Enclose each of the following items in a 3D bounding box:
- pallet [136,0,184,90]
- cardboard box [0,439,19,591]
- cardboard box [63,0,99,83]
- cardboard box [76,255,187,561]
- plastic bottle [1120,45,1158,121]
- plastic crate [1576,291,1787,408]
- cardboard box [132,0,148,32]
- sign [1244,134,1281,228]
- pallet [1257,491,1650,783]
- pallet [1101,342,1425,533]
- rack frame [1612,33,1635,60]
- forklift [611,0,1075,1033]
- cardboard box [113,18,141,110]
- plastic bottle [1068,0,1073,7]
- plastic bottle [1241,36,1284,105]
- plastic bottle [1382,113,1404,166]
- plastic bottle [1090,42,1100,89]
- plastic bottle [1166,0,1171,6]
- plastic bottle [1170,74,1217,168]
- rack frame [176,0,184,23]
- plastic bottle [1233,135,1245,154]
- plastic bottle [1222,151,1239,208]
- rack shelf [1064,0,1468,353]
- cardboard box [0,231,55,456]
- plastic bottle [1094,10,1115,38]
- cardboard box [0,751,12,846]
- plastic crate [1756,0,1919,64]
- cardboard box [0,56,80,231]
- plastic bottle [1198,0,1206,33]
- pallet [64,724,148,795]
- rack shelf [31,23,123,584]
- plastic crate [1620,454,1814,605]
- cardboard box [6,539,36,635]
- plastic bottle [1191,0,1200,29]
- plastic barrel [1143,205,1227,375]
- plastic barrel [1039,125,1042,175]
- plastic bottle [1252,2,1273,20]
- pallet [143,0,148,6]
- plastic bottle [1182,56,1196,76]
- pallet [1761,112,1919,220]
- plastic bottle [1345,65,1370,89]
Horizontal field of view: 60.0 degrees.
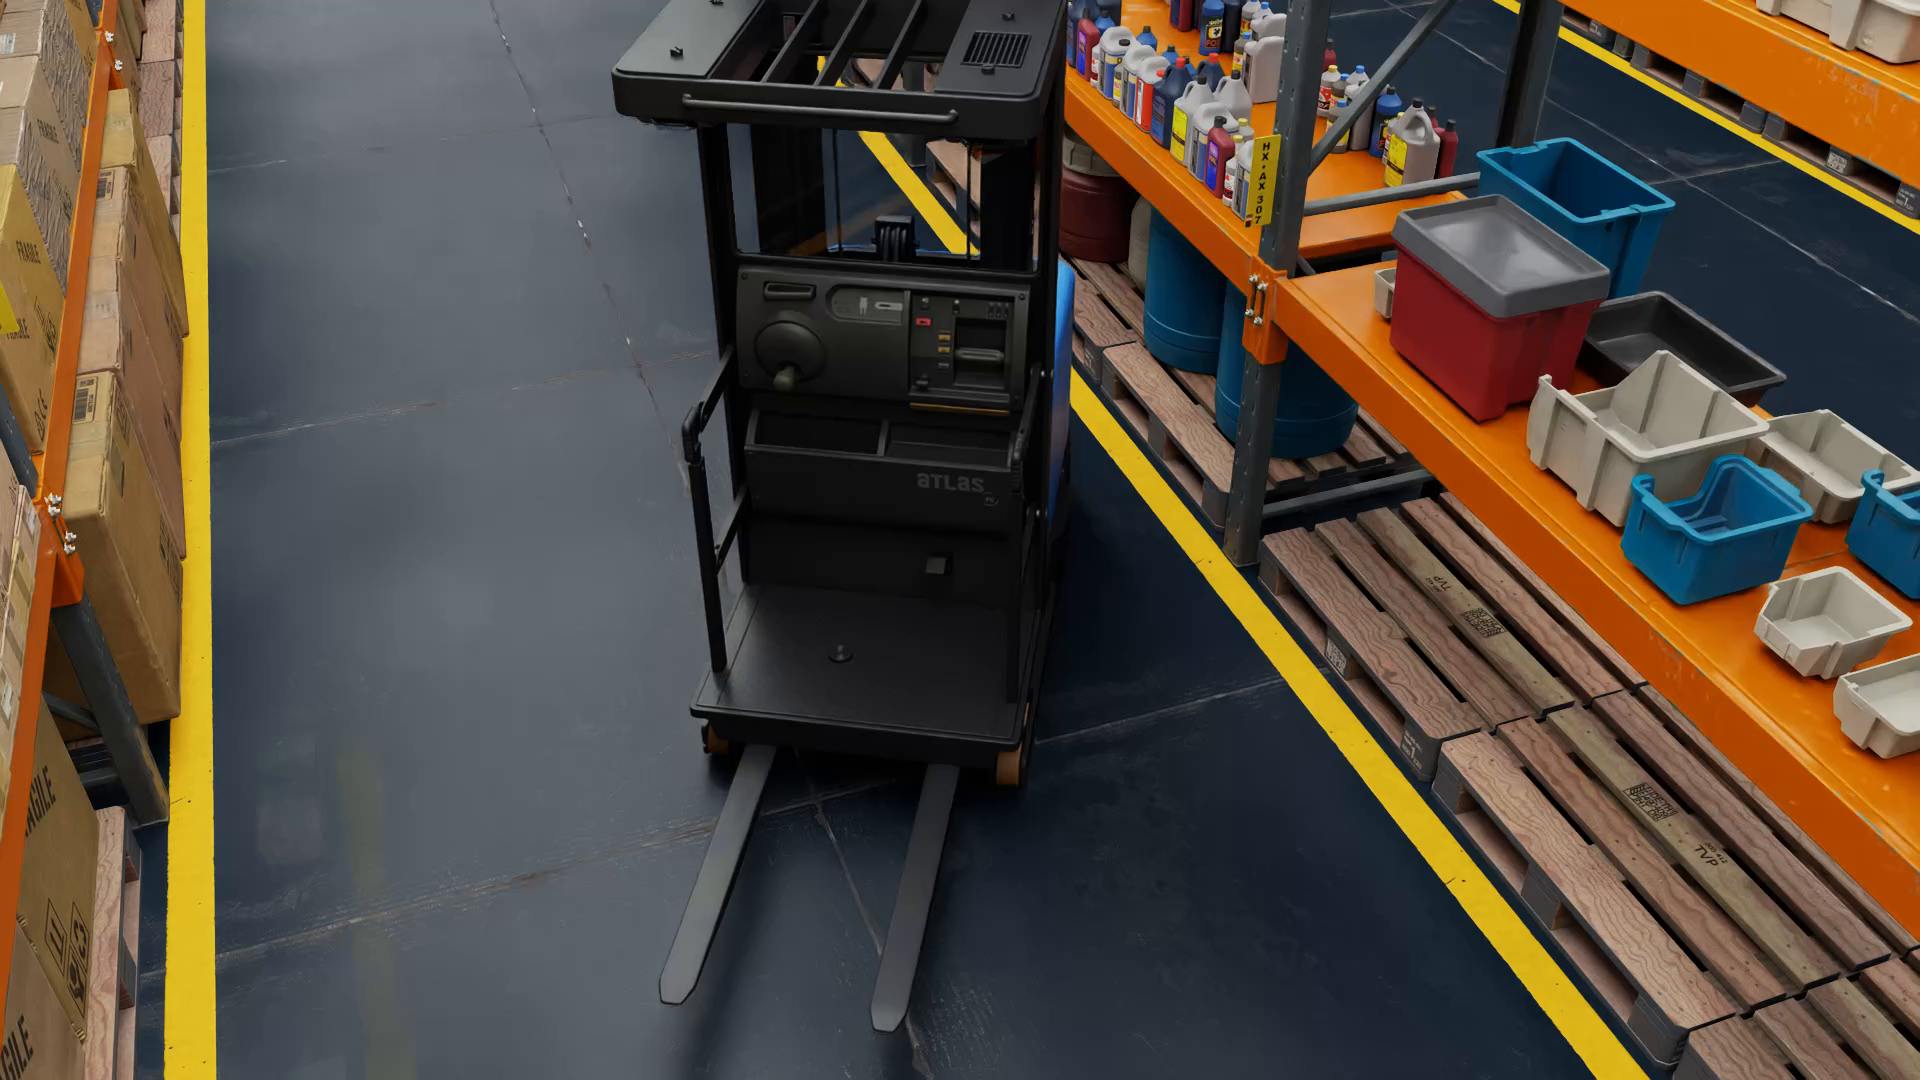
[{"bbox_3d":[-5.591,-3.158,10.767,1.003,0.211,1.213,-12,39,-16],"label":"pallet"},{"bbox_3d":[-2.709,-0.056,4.208,0.500,0.250,0.500,-13,39,-17],"label":"cardboard box"},{"bbox_3d":[-4.081,-2.264,7.179,0.500,0.500,0.500,-11,38,-15],"label":"cardboard box"},{"bbox_3d":[-3.655,-0.373,6.169,1.225,0.875,0.875,-14,39,-18],"label":"cardboard box"},{"bbox_3d":[0.758,-1.891,6.870,0.152,0.276,0.135,-12,39,-16],"label":"plastic bottle"},{"bbox_3d":[2.180,-0.555,5.172,0.437,0.125,0.590,-12,39,-16],"label":"plastic crate"},{"bbox_3d":[-5.669,-3.537,10.665,0.700,0.500,0.500,-15,40,-19],"label":"cardboard box"},{"bbox_3d":[1.026,-1.215,5.640,0.100,0.325,0.005,-12,39,-16],"label":"sign"},{"bbox_3d":[1.833,0.304,6.171,1.003,0.211,1.213,-12,39,-16],"label":"pallet"},{"bbox_3d":[1.317,-0.548,7.302,1.003,0.211,1.213,-12,39,-16],"label":"pallet"},{"bbox_3d":[4.819,-4.500,10.231,1.000,3.000,0.127,-12,39,-16],"label":"rack frame"},{"bbox_3d":[-0.278,-0.567,5.067,1.130,2.935,3.031,5,37,7],"label":"forklift"},{"bbox_3d":[-5.138,-2.633,9.464,0.700,0.500,0.500,-9,38,-12],"label":"cardboard box"},{"bbox_3d":[0.489,-2.333,7.457,0.152,0.276,0.135,-12,39,-16],"label":"plastic bottle"},{"bbox_3d":[1.280,-2.000,7.015,0.152,0.276,0.135,-12,39,-16],"label":"plastic bottle"},{"bbox_3d":[1.715,-1.570,6.506,0.097,0.201,0.097,0,37,0],"label":"plastic bottle"},{"bbox_3d":[0.613,-2.052,7.146,0.097,0.201,0.097,0,37,0],"label":"plastic bottle"},{"bbox_3d":[1.043,-2.673,7.971,0.097,0.201,0.097,0,37,0],"label":"plastic bottle"},{"bbox_3d":[0.920,-1.649,6.487,0.144,0.351,0.185,-12,39,-16],"label":"plastic bottle"},{"bbox_3d":[-5.860,-4.711,10.511,1.000,3.000,0.127,-12,39,-16],"label":"rack frame"},{"bbox_3d":[1.050,-1.441,6.336,0.097,0.201,0.097,0,37,0],"label":"plastic bottle"},{"bbox_3d":[1.038,-1.353,6.219,0.097,0.201,0.097,0,37,0],"label":"plastic bottle"},{"bbox_3d":[0.855,-2.060,7.589,1.077,0.370,4.000,-12,39,-16],"label":"rack shelf"},{"bbox_3d":[-3.031,-0.543,4.895,0.500,0.500,0.500,-12,39,-16],"label":"cardboard box"},{"bbox_3d":[0.624,-2.168,7.242,0.097,0.271,0.097,0,37,0],"label":"plastic bottle"},{"bbox_3d":[-2.340,0.594,3.677,0.380,0.149,0.250,-12,39,-15],"label":"cardboard box"},{"bbox_3d":[1.976,-1.166,3.531,0.437,0.136,0.530,-12,39,-16],"label":"plastic crate"},{"bbox_3d":[-3.559,-1.401,6.033,0.500,0.500,0.500,-12,39,-15],"label":"cardboard box"},{"bbox_3d":[1.152,-2.452,7.609,0.061,0.283,0.133,-12,39,-16],"label":"plastic bottle"},{"bbox_3d":[-3.444,0.502,5.908,1.003,0.211,1.213,-12,39,-16],"label":"pallet"},{"bbox_3d":[-3.796,-1.034,6.228,1.077,0.370,4.000,-12,39,-16],"label":"rack shelf"},{"bbox_3d":[1.972,-0.022,4.375,0.416,0.233,0.300,-12,39,-16],"label":"plastic crate"},{"bbox_3d":[-2.606,0.159,4.255,0.380,0.149,0.250,-12,39,-15],"label":"cardboard box"},{"bbox_3d":[1.115,-2.573,7.714,0.144,0.351,0.185,-12,39,-16],"label":"plastic bottle"},{"bbox_3d":[1.128,-1.258,7.322,0.600,0.901,0.708,-12,39,-16],"label":"plastic barrel"},{"bbox_3d":[0.629,-2.078,8.734,0.421,0.512,0.421,0,37,0],"label":"plastic barrel"},{"bbox_3d":[1.329,-2.231,7.326,0.097,0.271,0.097,0,37,0],"label":"plastic bottle"},{"bbox_3d":[-6.125,-3.969,11.844,1.003,0.211,1.213,-12,39,-16],"label":"pallet"},{"bbox_3d":[0.915,-1.849,6.819,0.097,0.271,0.097,0,37,0],"label":"plastic bottle"},{"bbox_3d":[5.456,-2.269,9.587,1.003,0.211,1.213,-12,39,-16],"label":"pallet"},{"bbox_3d":[1.601,-1.784,6.732,0.097,0.271,0.097,0,37,0],"label":"plastic bottle"}]
